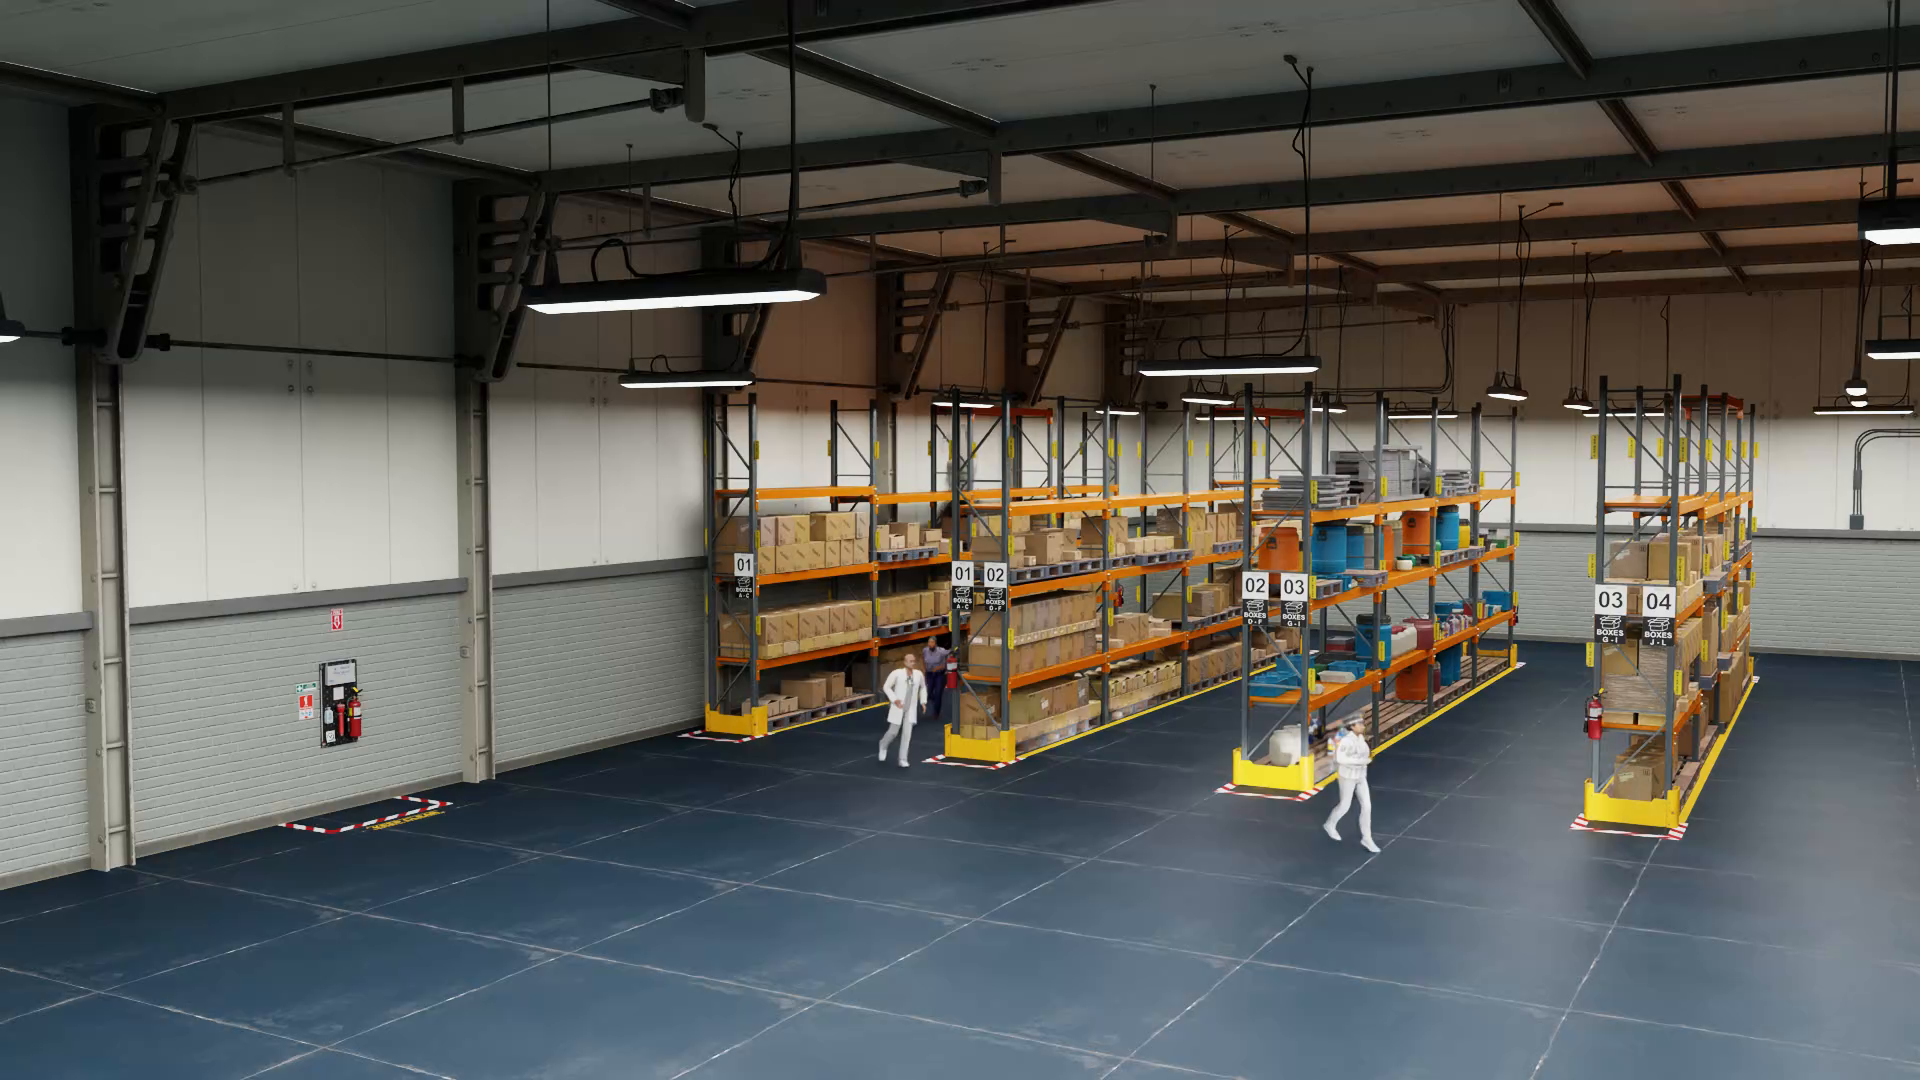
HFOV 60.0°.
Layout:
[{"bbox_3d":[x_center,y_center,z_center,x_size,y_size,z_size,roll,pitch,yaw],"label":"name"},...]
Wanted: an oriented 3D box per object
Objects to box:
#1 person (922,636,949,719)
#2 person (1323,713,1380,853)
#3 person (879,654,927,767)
[{"bbox_3d":[-0.465,2.562,30.968,0.596,1.582,0.677,1,3,16],"label":"person"},{"bbox_3d":[4.908,3.027,20.929,0.589,1.728,0.847,-2,4,-37],"label":"person"},{"bbox_3d":[-0.855,2.685,26.422,0.744,1.749,0.957,-1,3,-20],"label":"person"}]
